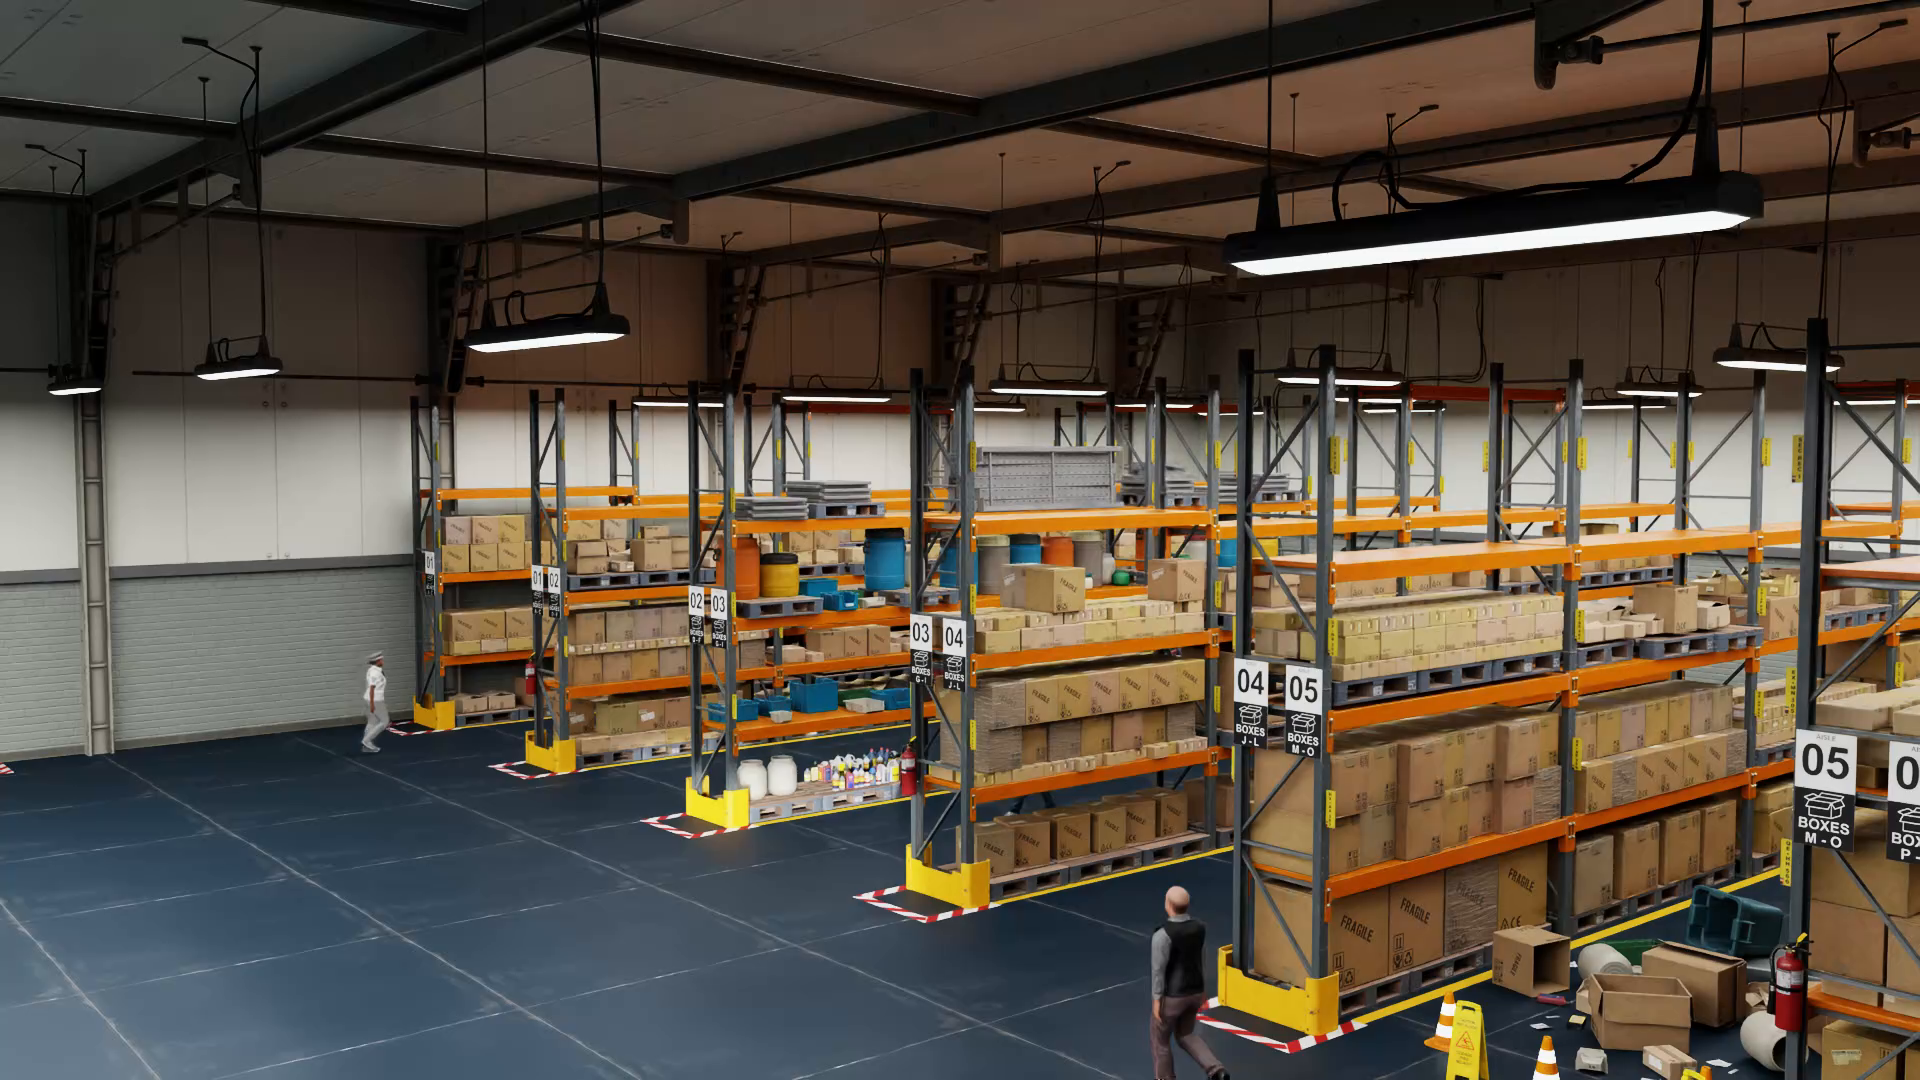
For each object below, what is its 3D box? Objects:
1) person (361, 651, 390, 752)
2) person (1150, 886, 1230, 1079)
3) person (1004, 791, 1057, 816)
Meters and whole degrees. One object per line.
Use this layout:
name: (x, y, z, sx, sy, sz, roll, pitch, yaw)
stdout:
person: (-9.742, 2.690, 27.651, 0.426, 1.675, 0.509, -2, 4, -31)
person: (1.716, 3.536, 12.872, 0.539, 1.708, 0.709, -3, 5, -42)
person: (0.920, 3.022, 22.704, 0.856, 1.563, 0.448, -1, 3, -10)
